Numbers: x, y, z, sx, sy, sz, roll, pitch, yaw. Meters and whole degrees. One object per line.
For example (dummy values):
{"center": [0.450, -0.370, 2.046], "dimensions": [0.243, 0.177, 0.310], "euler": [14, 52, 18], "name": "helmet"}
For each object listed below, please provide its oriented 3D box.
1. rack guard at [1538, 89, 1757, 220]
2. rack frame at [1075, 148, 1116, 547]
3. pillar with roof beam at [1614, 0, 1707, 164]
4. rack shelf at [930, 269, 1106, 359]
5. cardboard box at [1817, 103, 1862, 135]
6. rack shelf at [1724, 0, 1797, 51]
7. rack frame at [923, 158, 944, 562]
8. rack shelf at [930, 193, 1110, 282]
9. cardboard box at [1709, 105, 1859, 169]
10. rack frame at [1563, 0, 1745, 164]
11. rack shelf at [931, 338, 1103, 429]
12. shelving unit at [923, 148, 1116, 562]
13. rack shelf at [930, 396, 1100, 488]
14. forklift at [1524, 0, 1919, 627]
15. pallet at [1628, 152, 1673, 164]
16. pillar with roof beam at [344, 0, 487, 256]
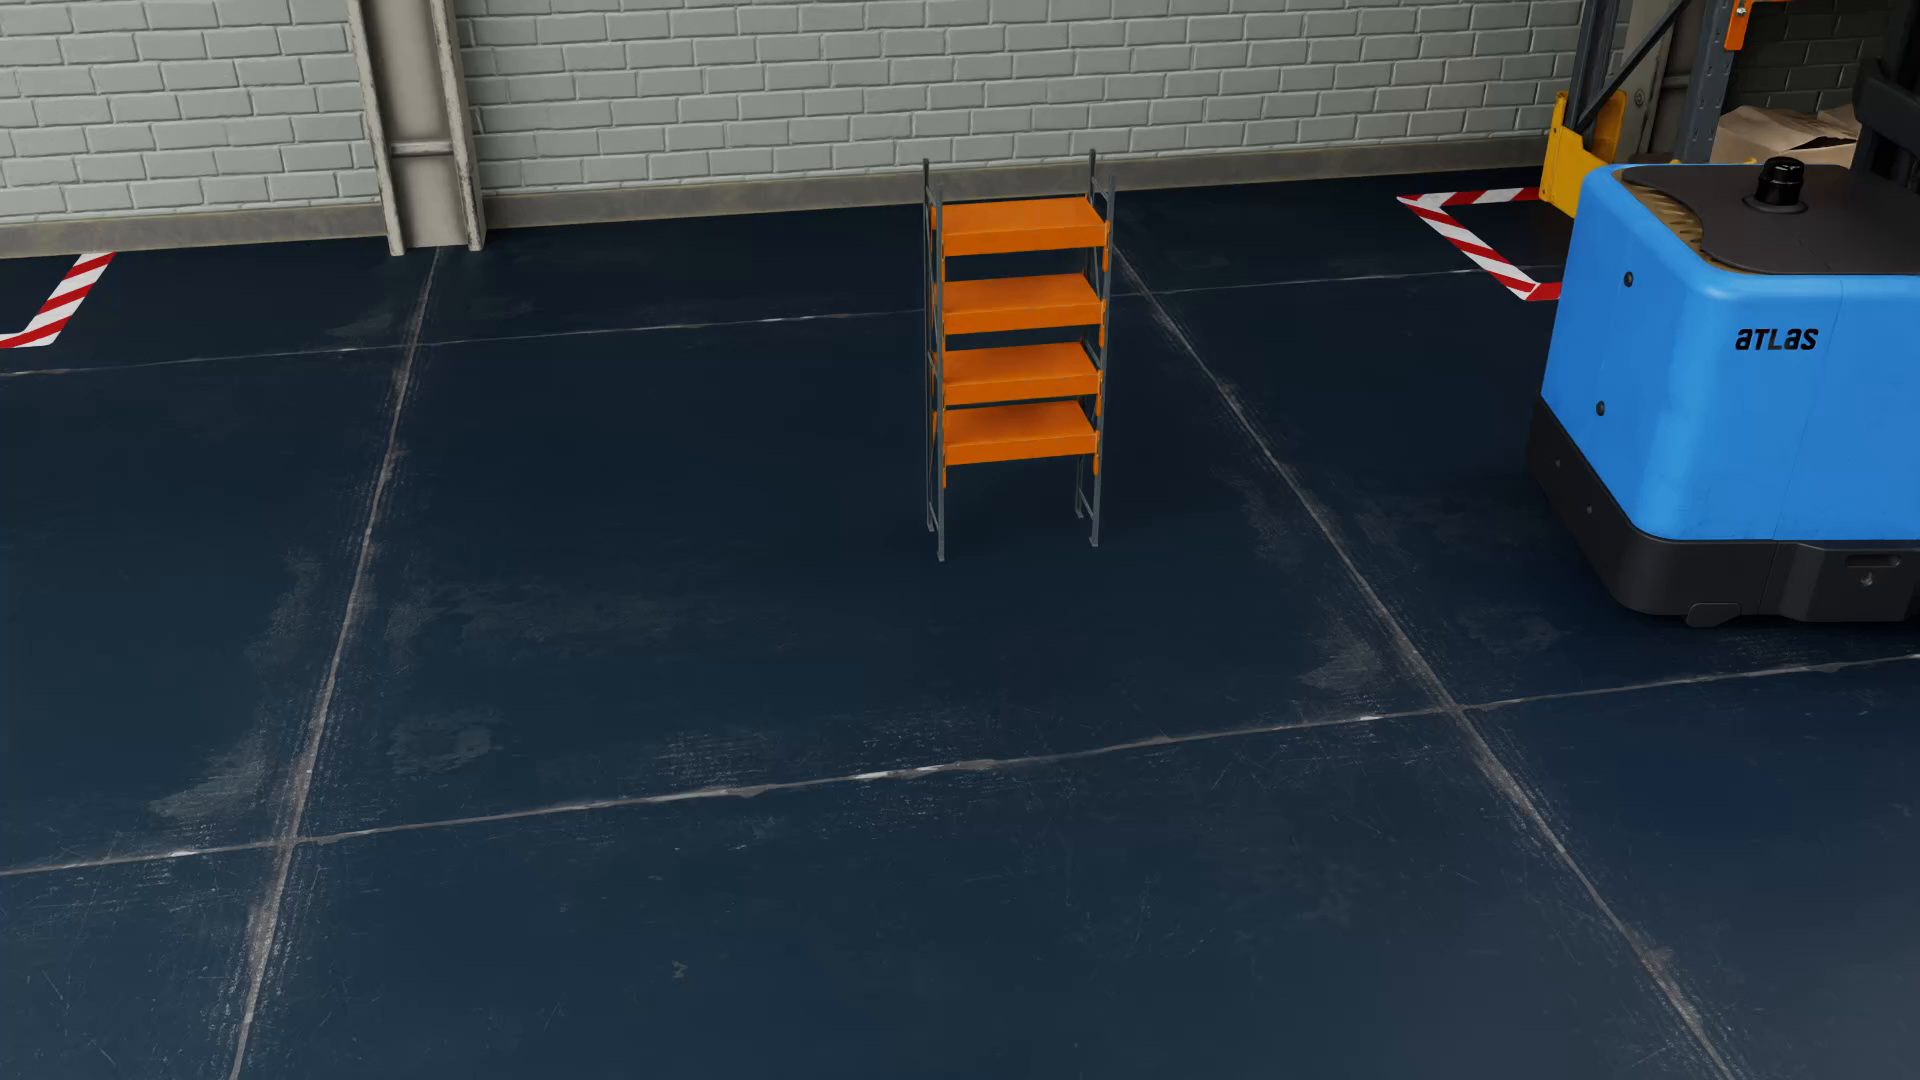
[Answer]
{"center": [3.078, -1.635, 7.537], "dimensions": [0.348, 0.500, 1.175], "euler": [-5, 31, -9], "name": "rack guard"}
{"center": [0.403, -0.555, 5.009], "dimensions": [0.015, 1.200, 0.240], "euler": [-5, 31, -9], "name": "rack frame"}
{"center": [4.312, -3.640, 2.563], "dimensions": [0.400, 9.000, 9.100], "euler": [-5, 31, -9], "name": "pillar with roof beam"}
{"center": [0.163, -0.667, 4.892], "dimensions": [0.480, 0.148, 0.258], "euler": [-5, 31, -9], "name": "rack shelf"}
{"center": [4.261, -1.806, 7.581], "dimensions": [0.500, 0.311, 0.500], "euler": [-3, 31, -5], "name": "cardboard box"}
{"center": [4.971, -2.578, 7.384], "dimensions": [4.000, 0.370, 1.077], "euler": [-5, 31, -9], "name": "rack shelf"}
{"center": [-0.077, -0.510, 4.934], "dimensions": [0.015, 1.200, 0.240], "euler": [-5, 31, -9], "name": "rack frame"}
{"center": [0.163, -0.871, 4.772], "dimensions": [0.480, 0.148, 0.258], "euler": [-5, 31, -9], "name": "rack shelf"}
{"center": [3.700, -1.754, 7.493], "dimensions": [0.500, 0.311, 0.500], "euler": [-9, 32, -15], "name": "cardboard box"}
{"center": [3.004, -2.705, 6.892], "dimensions": [0.127, 3.000, 1.000], "euler": [-5, 31, -9], "name": "rack frame"}
{"center": [0.163, -0.474, 5.006], "dimensions": [0.480, 0.148, 0.258], "euler": [-5, 31, -9], "name": "rack shelf"}
{"center": [0.163, -0.532, 4.972], "dimensions": [0.503, 1.200, 0.258], "euler": [-5, 31, -9], "name": "shelving unit"}
{"center": [0.163, -0.303, 5.106], "dimensions": [0.480, 0.148, 0.258], "euler": [-5, 31, -9], "name": "rack shelf"}
{"center": [3.405, -1.258, 4.497], "dimensions": [3.031, 2.935, 1.130], "euler": [0, 30, 0], "name": "forklift"}
{"center": [3.884, -1.567, 7.706], "dimensions": [1.213, 0.211, 1.003], "euler": [-5, 31, -9], "name": "pallet"}
{"center": [-1.590, -3.092, 1.631], "dimensions": [0.400, 9.000, 9.100], "euler": [-5, 31, -9], "name": "pillar with roof beam"}
